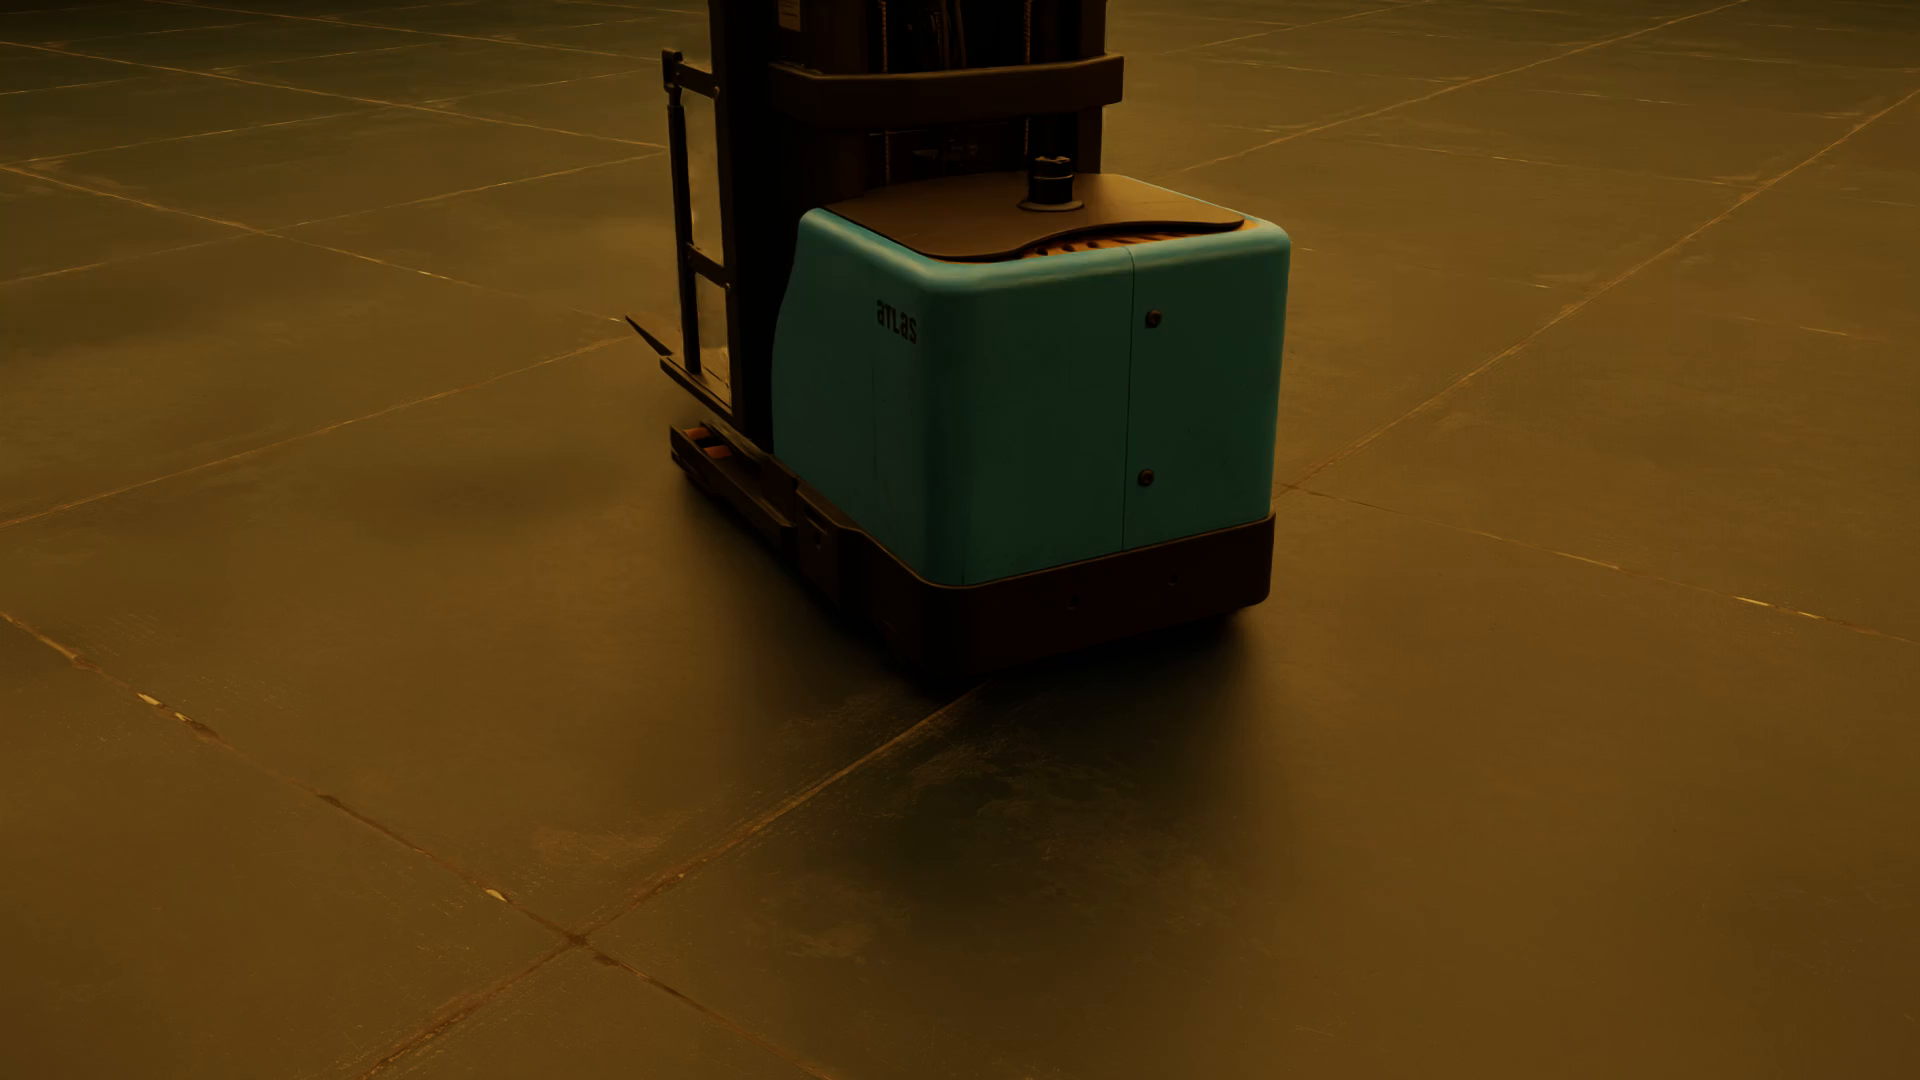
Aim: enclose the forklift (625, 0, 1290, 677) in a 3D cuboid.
[{"bbox_3d":[-0.299,-1.558,4.923,1.130,2.935,3.031,-12,26,-26],"label":"forklift"}]
